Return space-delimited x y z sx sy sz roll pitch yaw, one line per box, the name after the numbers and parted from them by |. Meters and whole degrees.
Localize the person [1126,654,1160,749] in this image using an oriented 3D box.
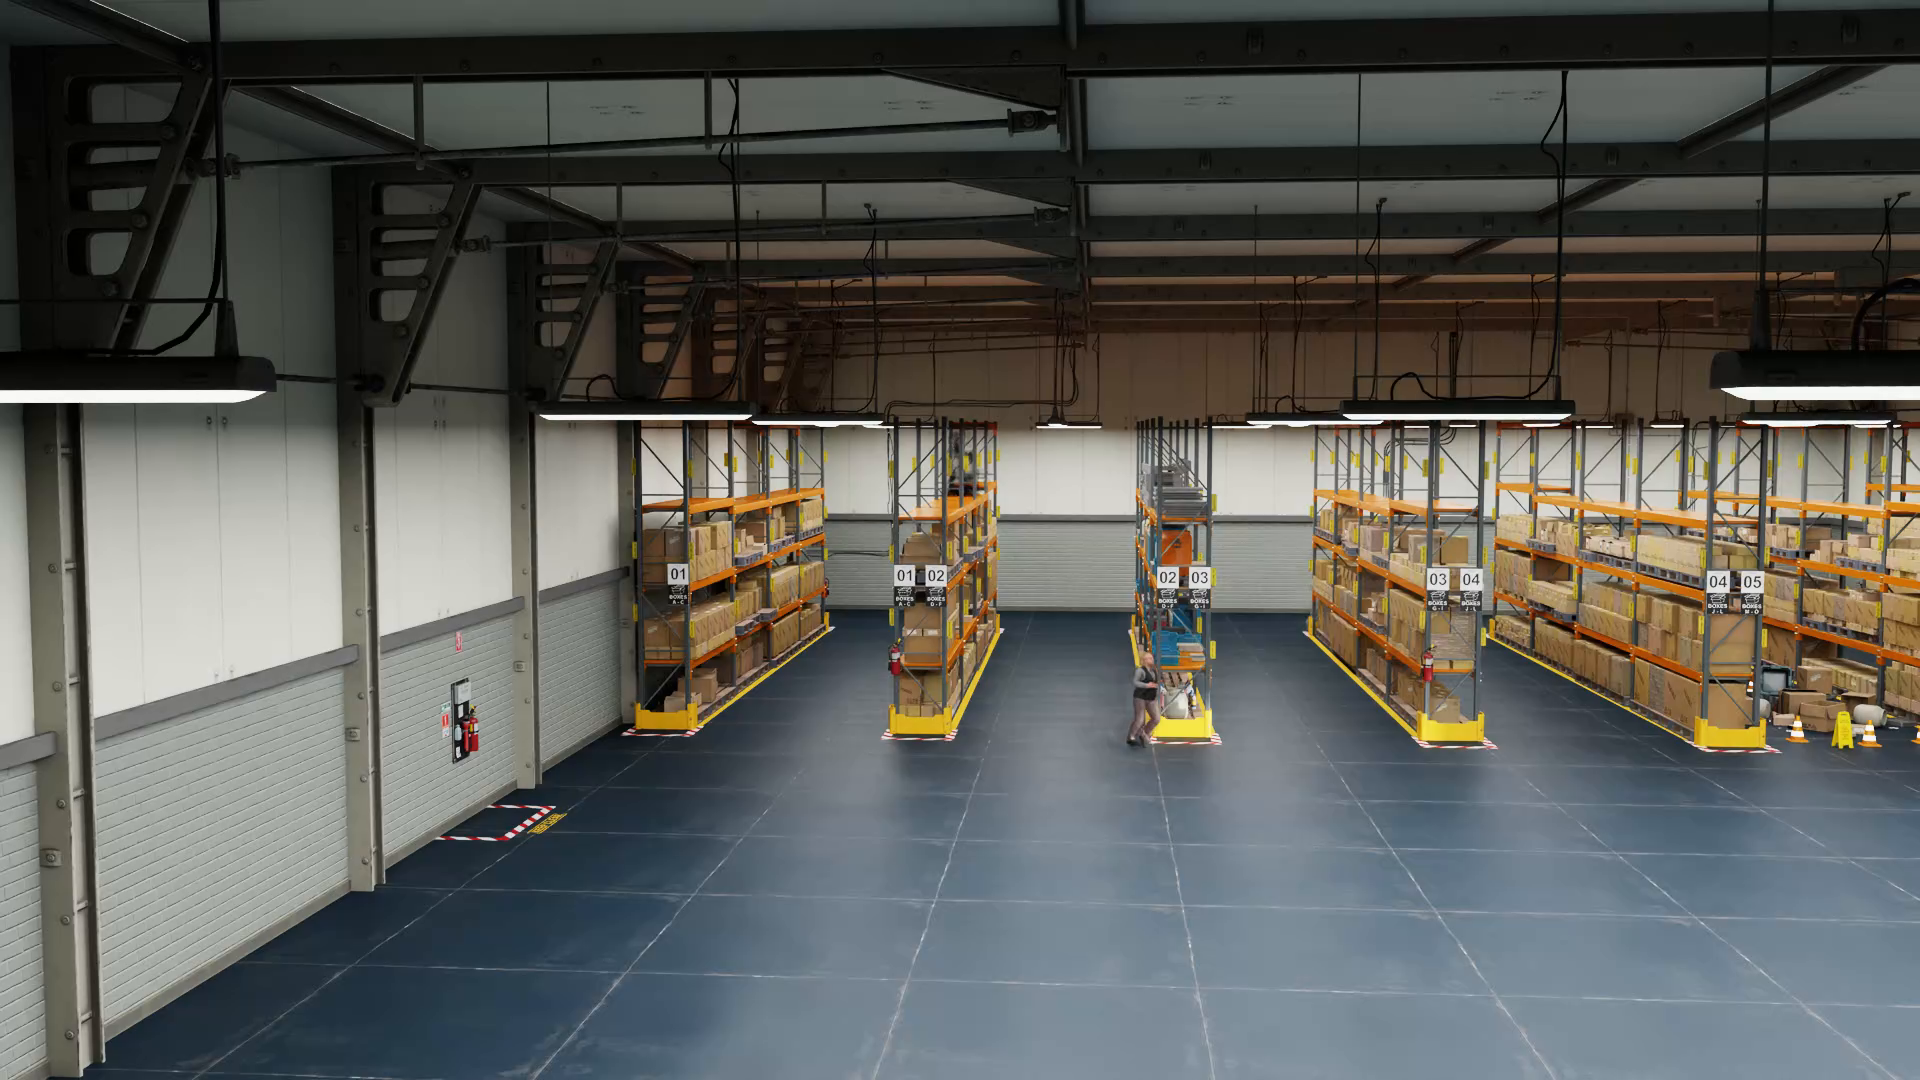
3.392 2.920 30.083 0.661 1.738 0.698 -3 5 -38 | person
